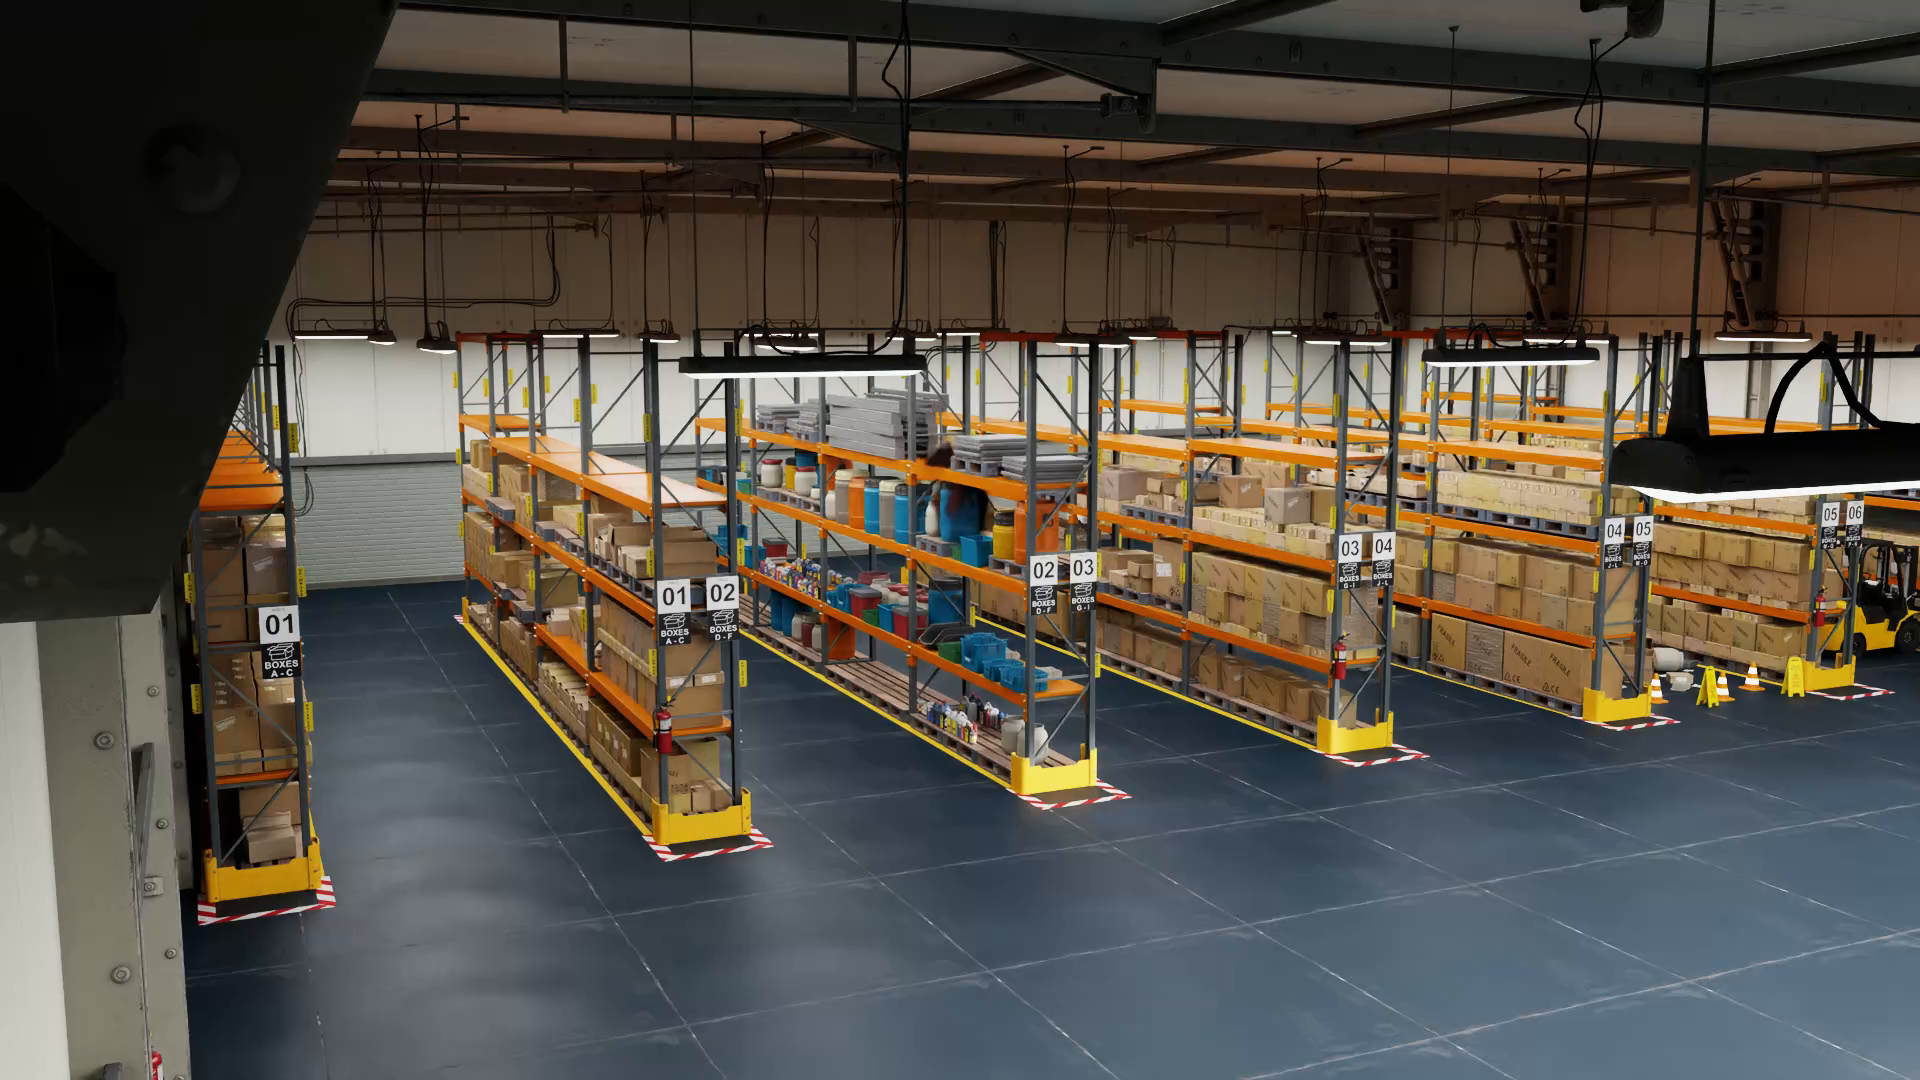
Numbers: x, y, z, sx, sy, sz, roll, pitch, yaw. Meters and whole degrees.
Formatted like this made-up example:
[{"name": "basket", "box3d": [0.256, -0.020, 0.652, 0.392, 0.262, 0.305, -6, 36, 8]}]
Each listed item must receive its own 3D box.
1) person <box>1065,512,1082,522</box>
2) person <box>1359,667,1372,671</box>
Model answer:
[{"name": "person", "box3d": [2.728, -0.140, 41.526, 1.129, 1.705, 0.734, -3, 8, -22]}, {"name": "person", "box3d": [7.008, 1.466, 29.753, 0.663, 1.732, 1.021, -3, 8, -19]}]
